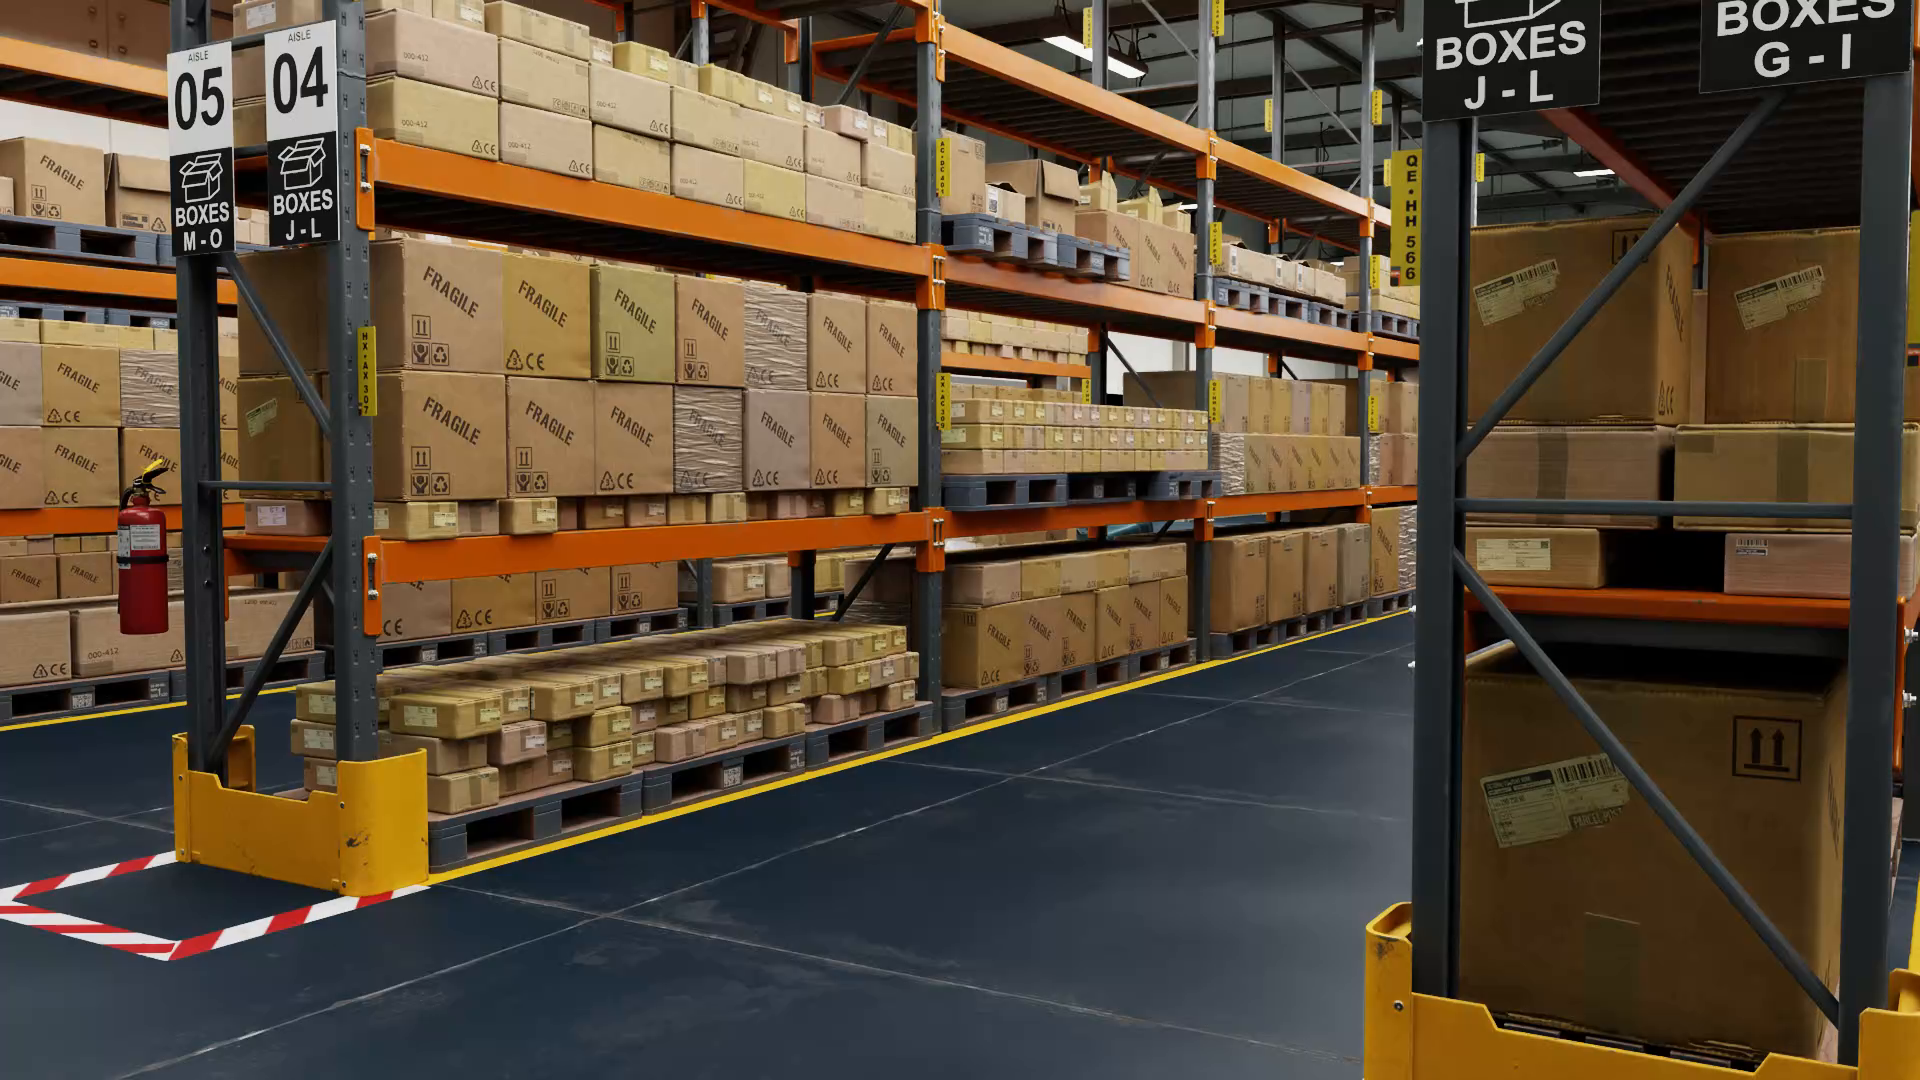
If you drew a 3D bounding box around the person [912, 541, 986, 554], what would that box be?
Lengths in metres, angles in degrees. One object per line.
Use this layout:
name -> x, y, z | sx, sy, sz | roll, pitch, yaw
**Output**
person -> -0.064, 0.399, 16.796 | 0.928, 0.777, 0.453 | 2, 3, 29
